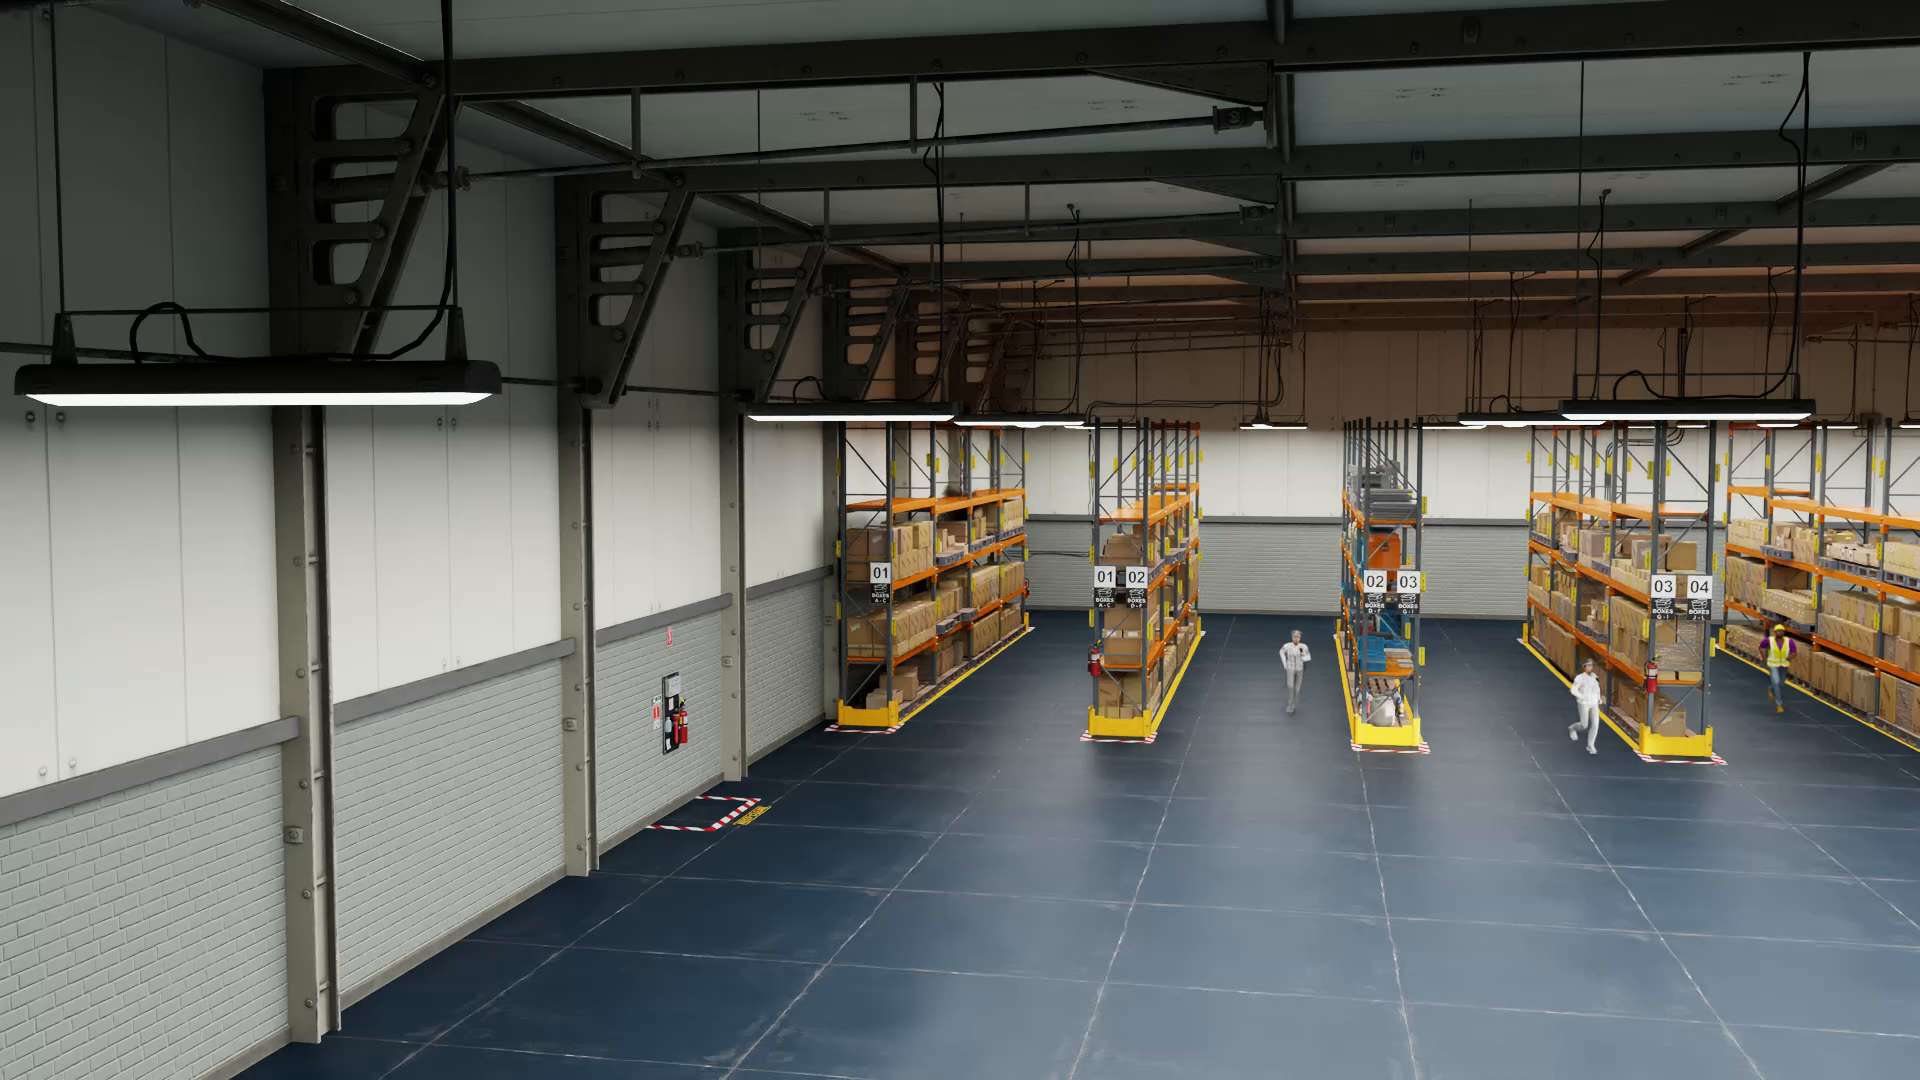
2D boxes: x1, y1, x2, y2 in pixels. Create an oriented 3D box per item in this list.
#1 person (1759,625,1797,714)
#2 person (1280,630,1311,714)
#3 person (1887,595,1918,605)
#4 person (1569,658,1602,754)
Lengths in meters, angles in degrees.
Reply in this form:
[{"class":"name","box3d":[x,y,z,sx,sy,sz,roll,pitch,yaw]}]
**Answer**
[{"class":"person","box3d":[16.898,2.622,34.305,0.663,1.780,1.142,0,4,6]},{"class":"person","box3d":[6.855,2.686,33.981,0.594,1.721,0.747,0,4,5]},{"class":"person","box3d":[25.110,1.941,44.312,0.851,1.828,0.669,1,4,12]},{"class":"person","box3d":[11.285,2.962,29.951,0.627,1.701,0.789,-1,4,-11]}]
